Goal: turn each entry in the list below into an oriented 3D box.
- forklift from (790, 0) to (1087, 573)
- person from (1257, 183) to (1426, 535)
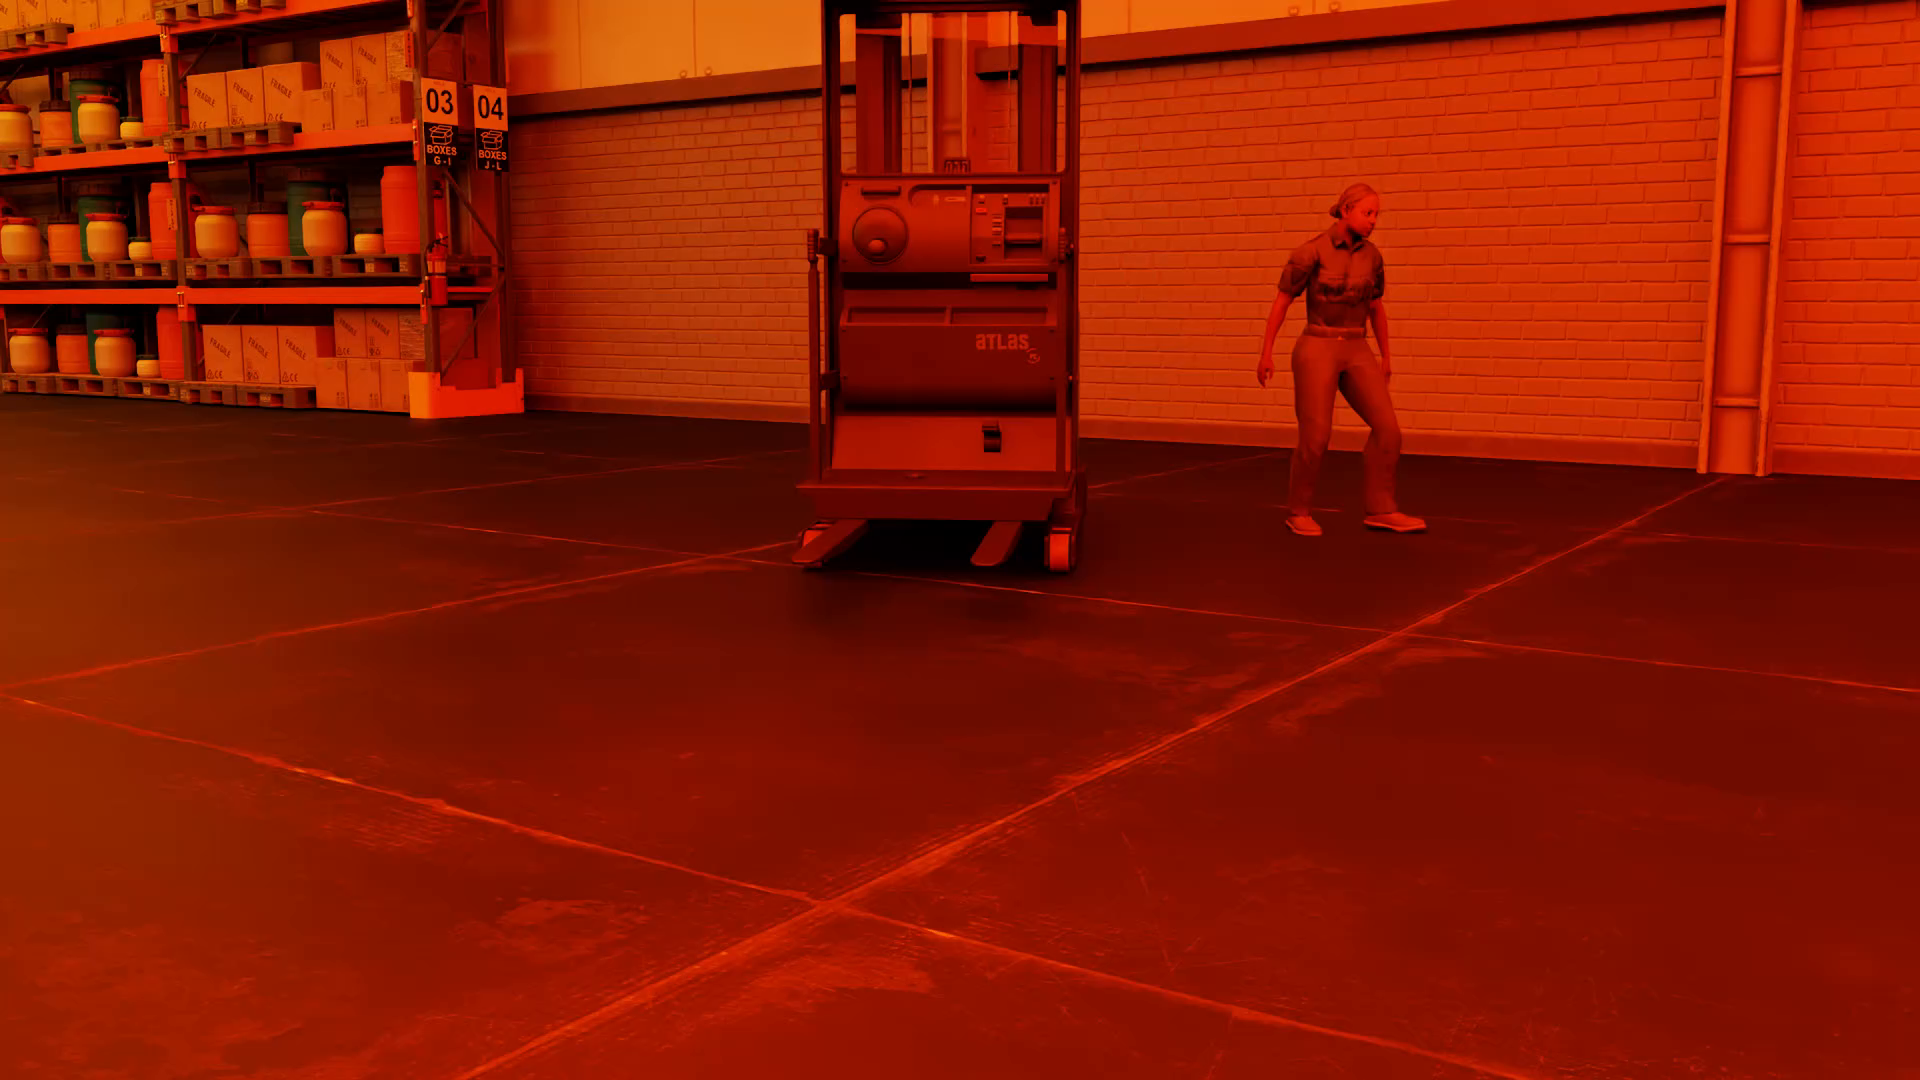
[{"bbox_3d":[-0.064,-1.366,6.796,1.130,2.935,3.031,1,8,6],"label":"forklift"},{"bbox_3d":[1.788,-0.837,7.785,0.792,1.628,0.385,-2,8,-17],"label":"person"}]
